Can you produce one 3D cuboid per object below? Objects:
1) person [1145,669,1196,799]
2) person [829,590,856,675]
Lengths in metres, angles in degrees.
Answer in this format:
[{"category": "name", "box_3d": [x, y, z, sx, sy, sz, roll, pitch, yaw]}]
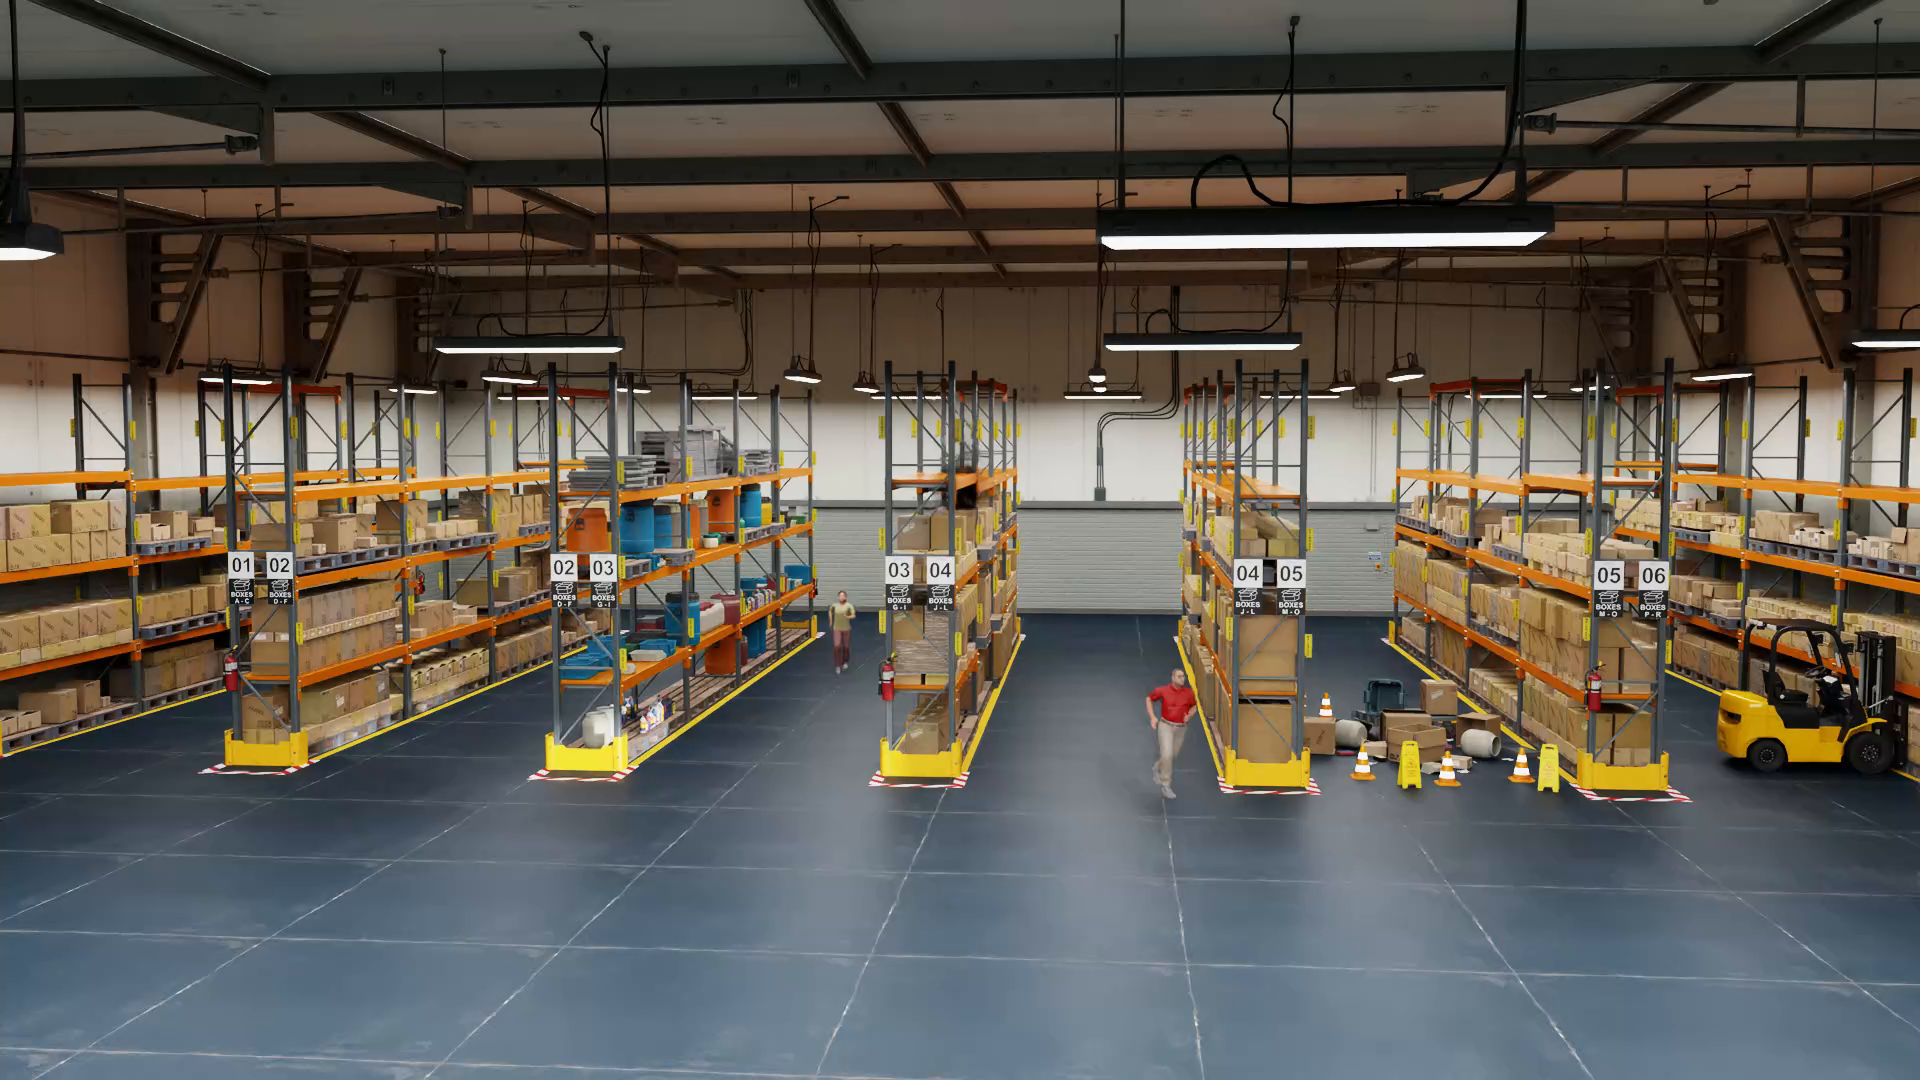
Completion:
[{"category": "person", "box_3d": [2.946, 2.653, 23.074, 0.693, 1.749, 0.905, -1, 4, -18]}, {"category": "person", "box_3d": [-2.435, 1.890, 34.413, 0.554, 1.710, 0.840, 0, 4, -3]}]
